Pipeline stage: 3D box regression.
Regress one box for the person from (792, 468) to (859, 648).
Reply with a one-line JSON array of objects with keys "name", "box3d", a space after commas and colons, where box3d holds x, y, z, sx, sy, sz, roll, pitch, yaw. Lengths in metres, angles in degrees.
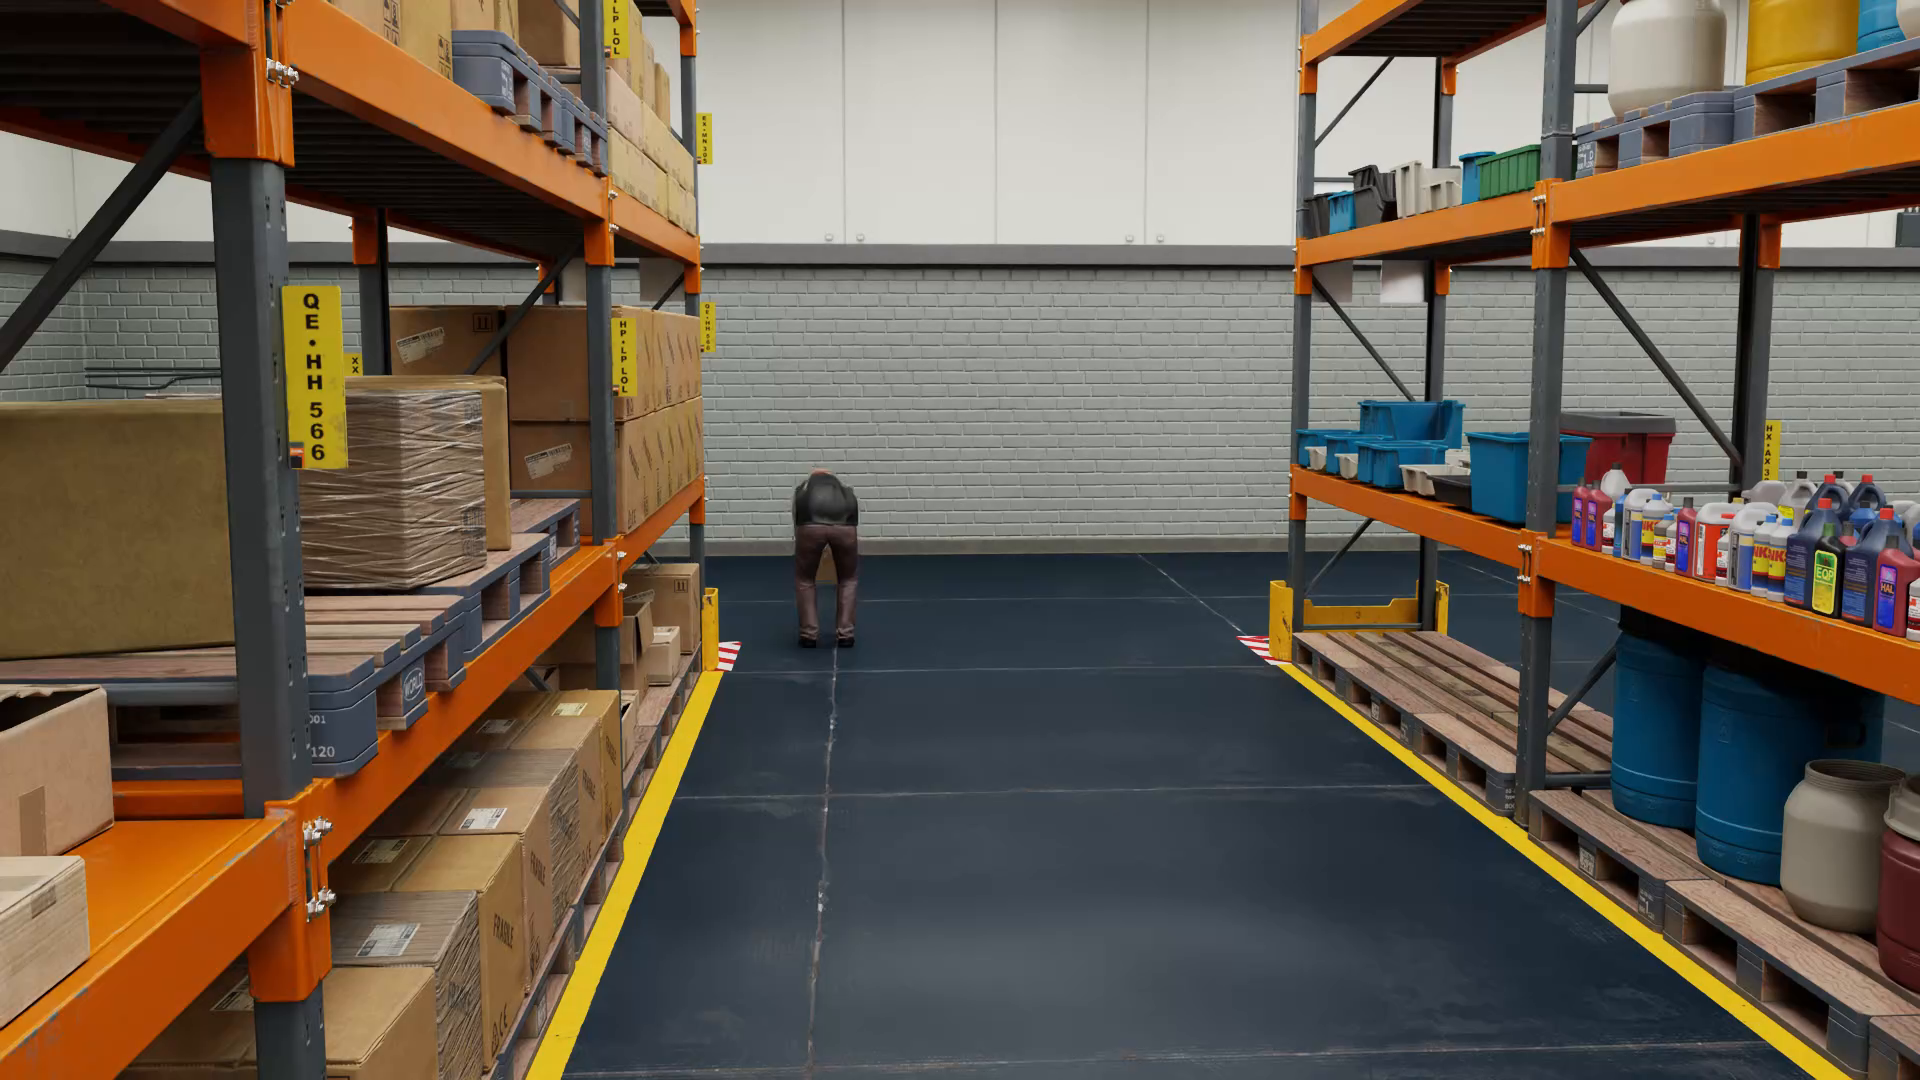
[{"name": "person", "box3d": [-0.976, 0.117, 11.997, 0.457, 1.220, 0.934, -1, 7, -8]}]
